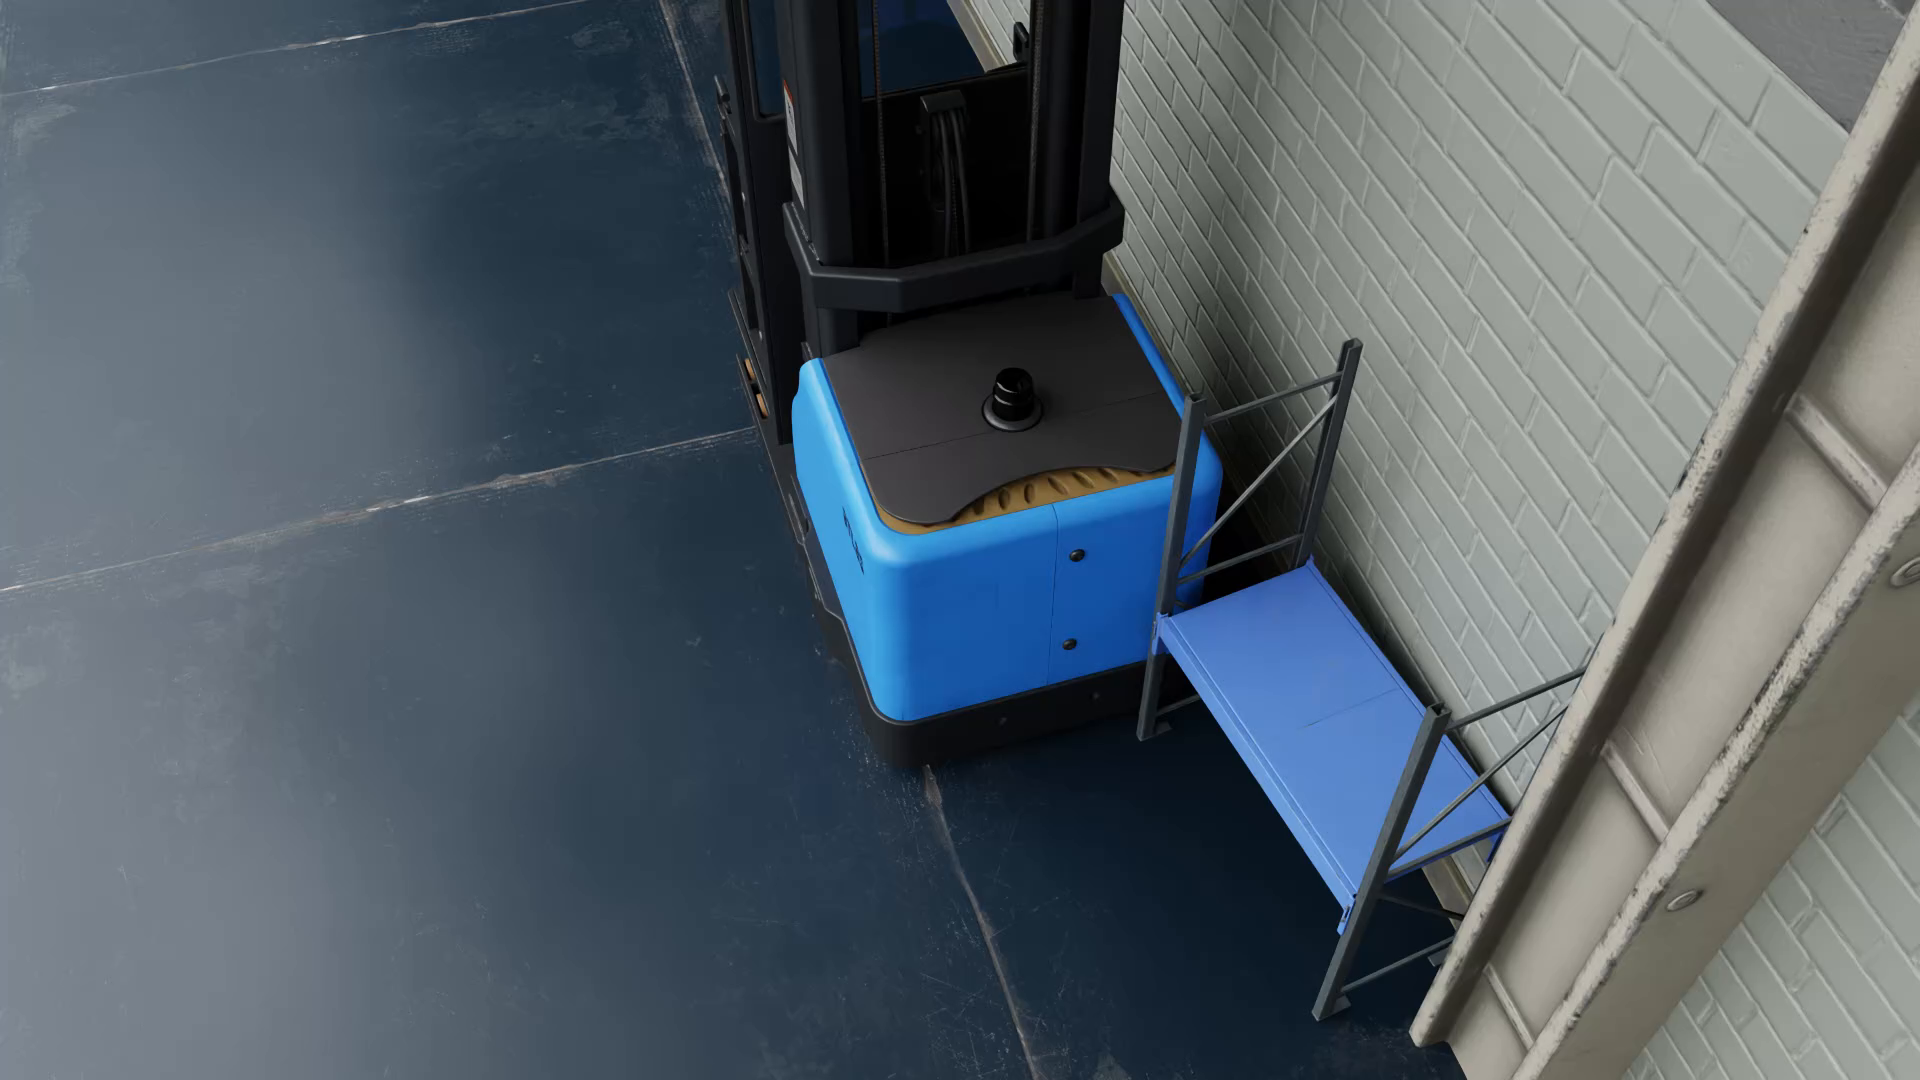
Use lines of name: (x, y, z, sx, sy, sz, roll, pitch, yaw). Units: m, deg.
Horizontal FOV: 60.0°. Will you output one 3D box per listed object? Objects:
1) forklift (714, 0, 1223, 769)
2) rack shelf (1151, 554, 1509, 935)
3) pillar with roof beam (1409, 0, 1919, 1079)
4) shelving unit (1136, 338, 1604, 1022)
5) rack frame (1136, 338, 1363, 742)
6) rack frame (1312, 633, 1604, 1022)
forklift: (-0.189, -1.404, 5.017, 1.130, 2.935, 3.031, -14, 51, -11)
rack shelf: (1.001, 0.528, 4.559, 0.538, 0.185, 1.000, -19, 53, -16)
pillar with roof beam: (-2.666, -0.462, 0.254, 9.100, 9.000, 0.400, -13, 51, -11)
shelving unit: (1.001, 0.412, 4.422, 0.538, 1.500, 1.048, -19, 53, -16)
rack frame: (0.787, 0.059, 4.719, 0.500, 1.500, 0.032, -19, 53, -16)
rack frame: (1.214, 0.765, 4.124, 0.500, 1.500, 0.032, -19, 53, -16)
